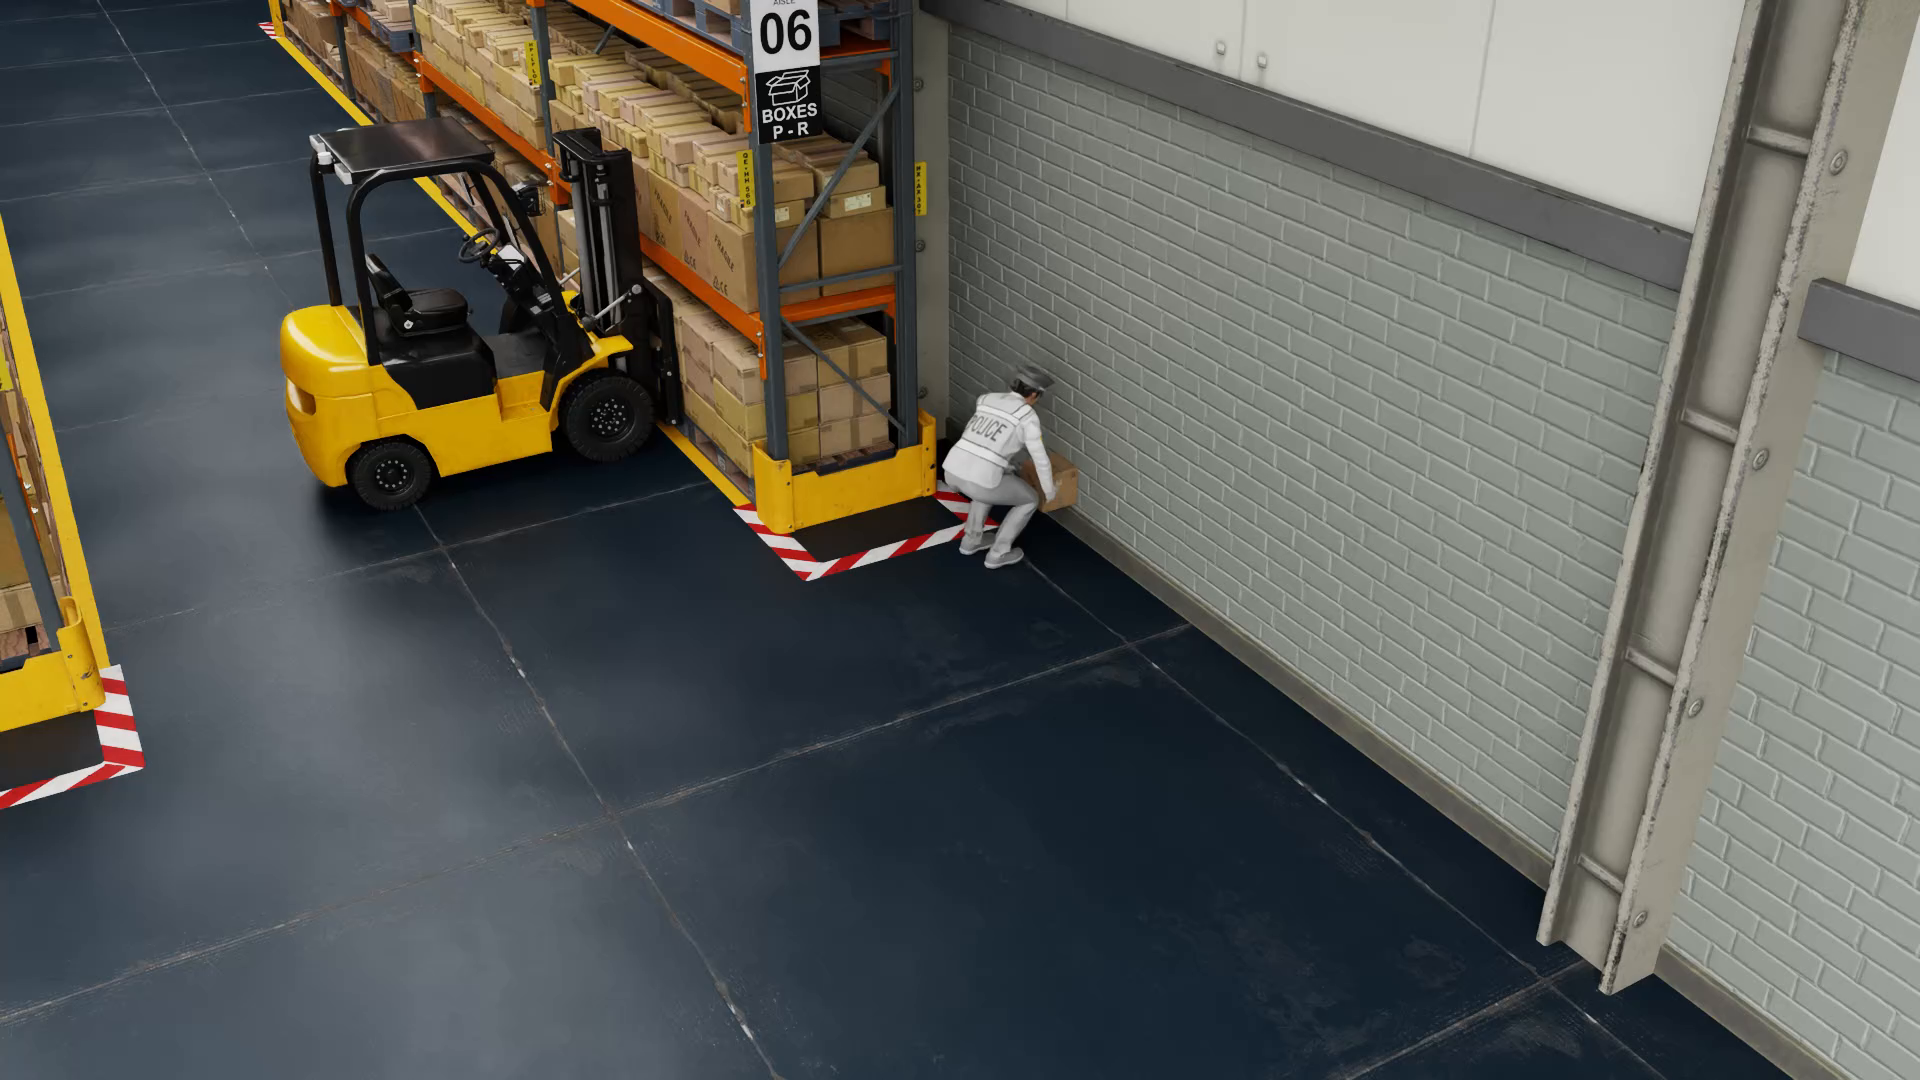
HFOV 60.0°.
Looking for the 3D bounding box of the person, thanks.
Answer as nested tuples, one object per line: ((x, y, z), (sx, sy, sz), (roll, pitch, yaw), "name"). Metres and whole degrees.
((0.235, -0.449, 9.904), (0.802, 1.139, 0.515), (-24, 37, -36), "person")
